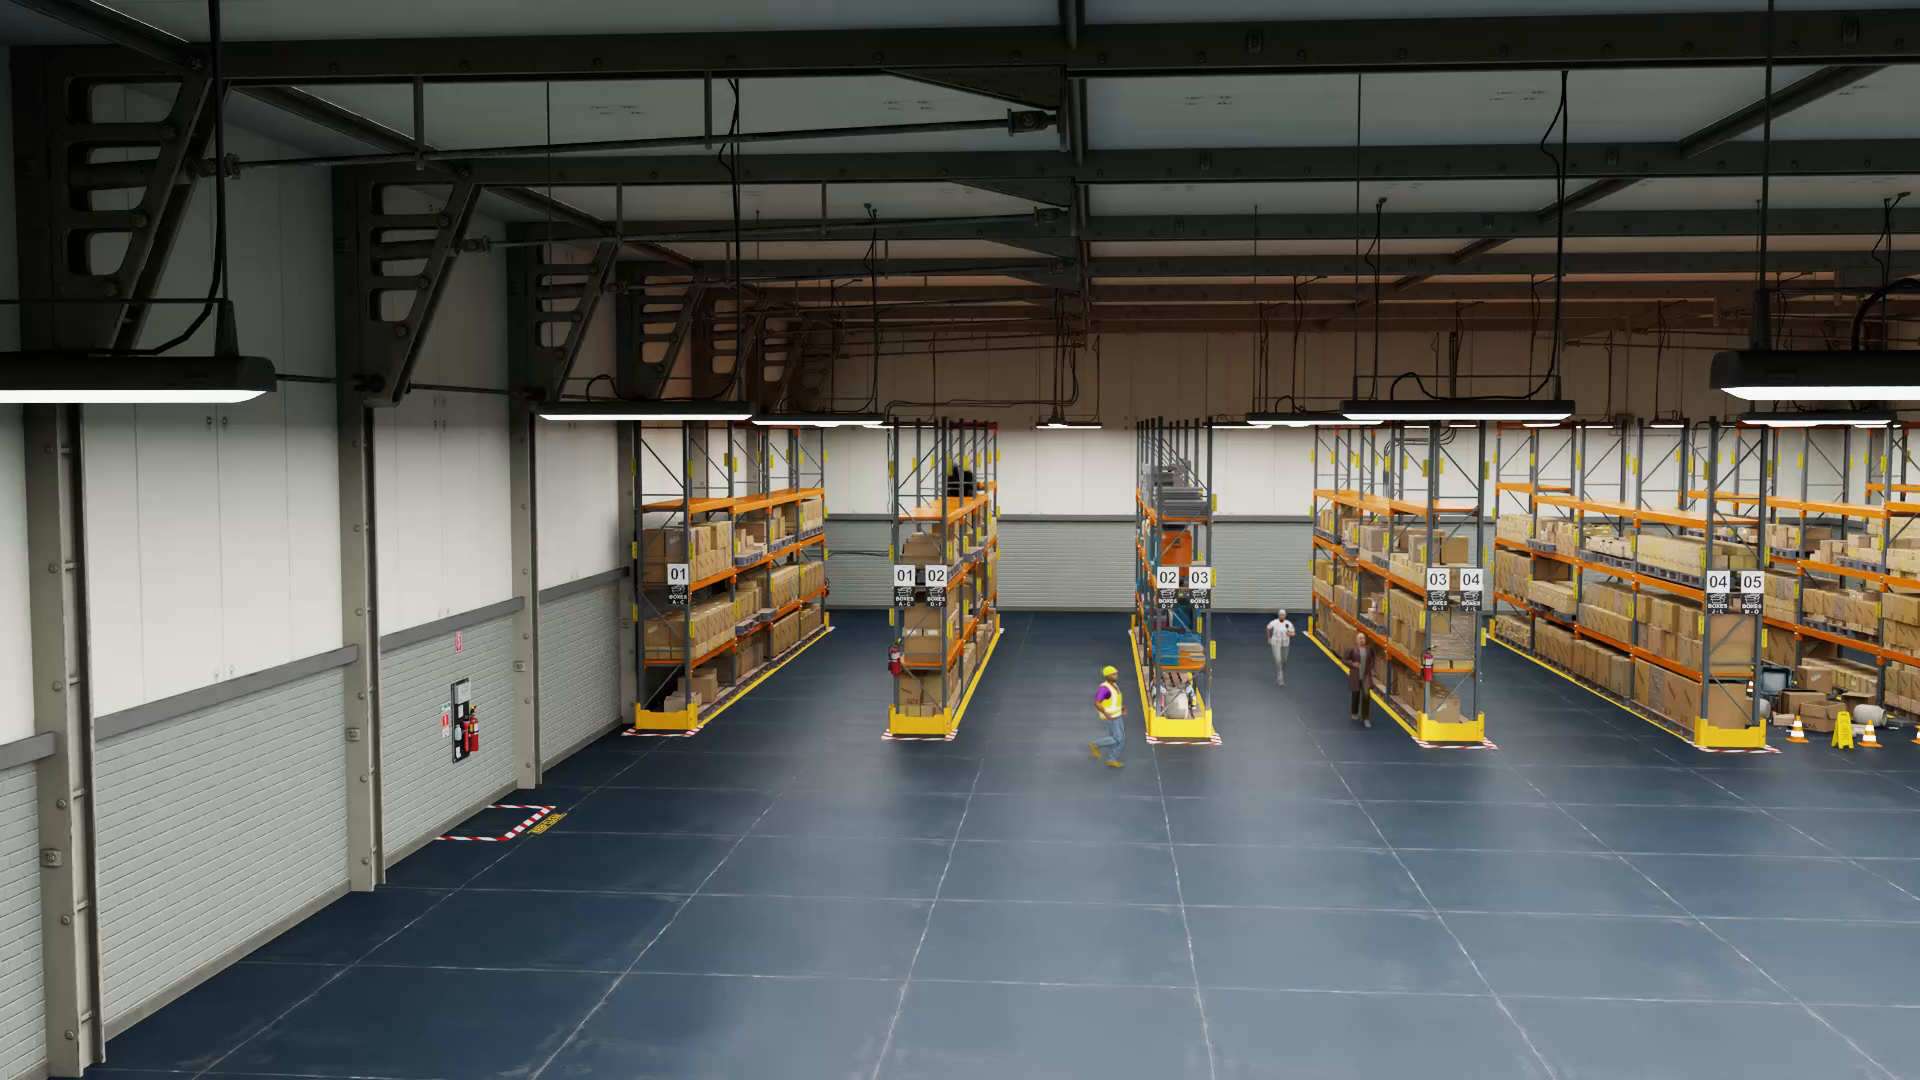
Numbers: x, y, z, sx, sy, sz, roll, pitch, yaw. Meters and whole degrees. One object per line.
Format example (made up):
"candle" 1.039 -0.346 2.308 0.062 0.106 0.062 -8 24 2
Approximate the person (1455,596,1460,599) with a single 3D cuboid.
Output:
"person" 13.799 1.881 47.020 0.797 1.656 0.582 3 5 40

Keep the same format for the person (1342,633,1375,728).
"person" 7.789 2.721 32.474 0.687 1.840 0.862 0 4 4

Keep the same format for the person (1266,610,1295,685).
"person" 7.288 2.405 37.735 0.599 1.668 0.919 0 4 -2

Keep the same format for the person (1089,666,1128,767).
"person" 2.534 3.009 28.416 0.590 1.717 0.712 2 4 26
